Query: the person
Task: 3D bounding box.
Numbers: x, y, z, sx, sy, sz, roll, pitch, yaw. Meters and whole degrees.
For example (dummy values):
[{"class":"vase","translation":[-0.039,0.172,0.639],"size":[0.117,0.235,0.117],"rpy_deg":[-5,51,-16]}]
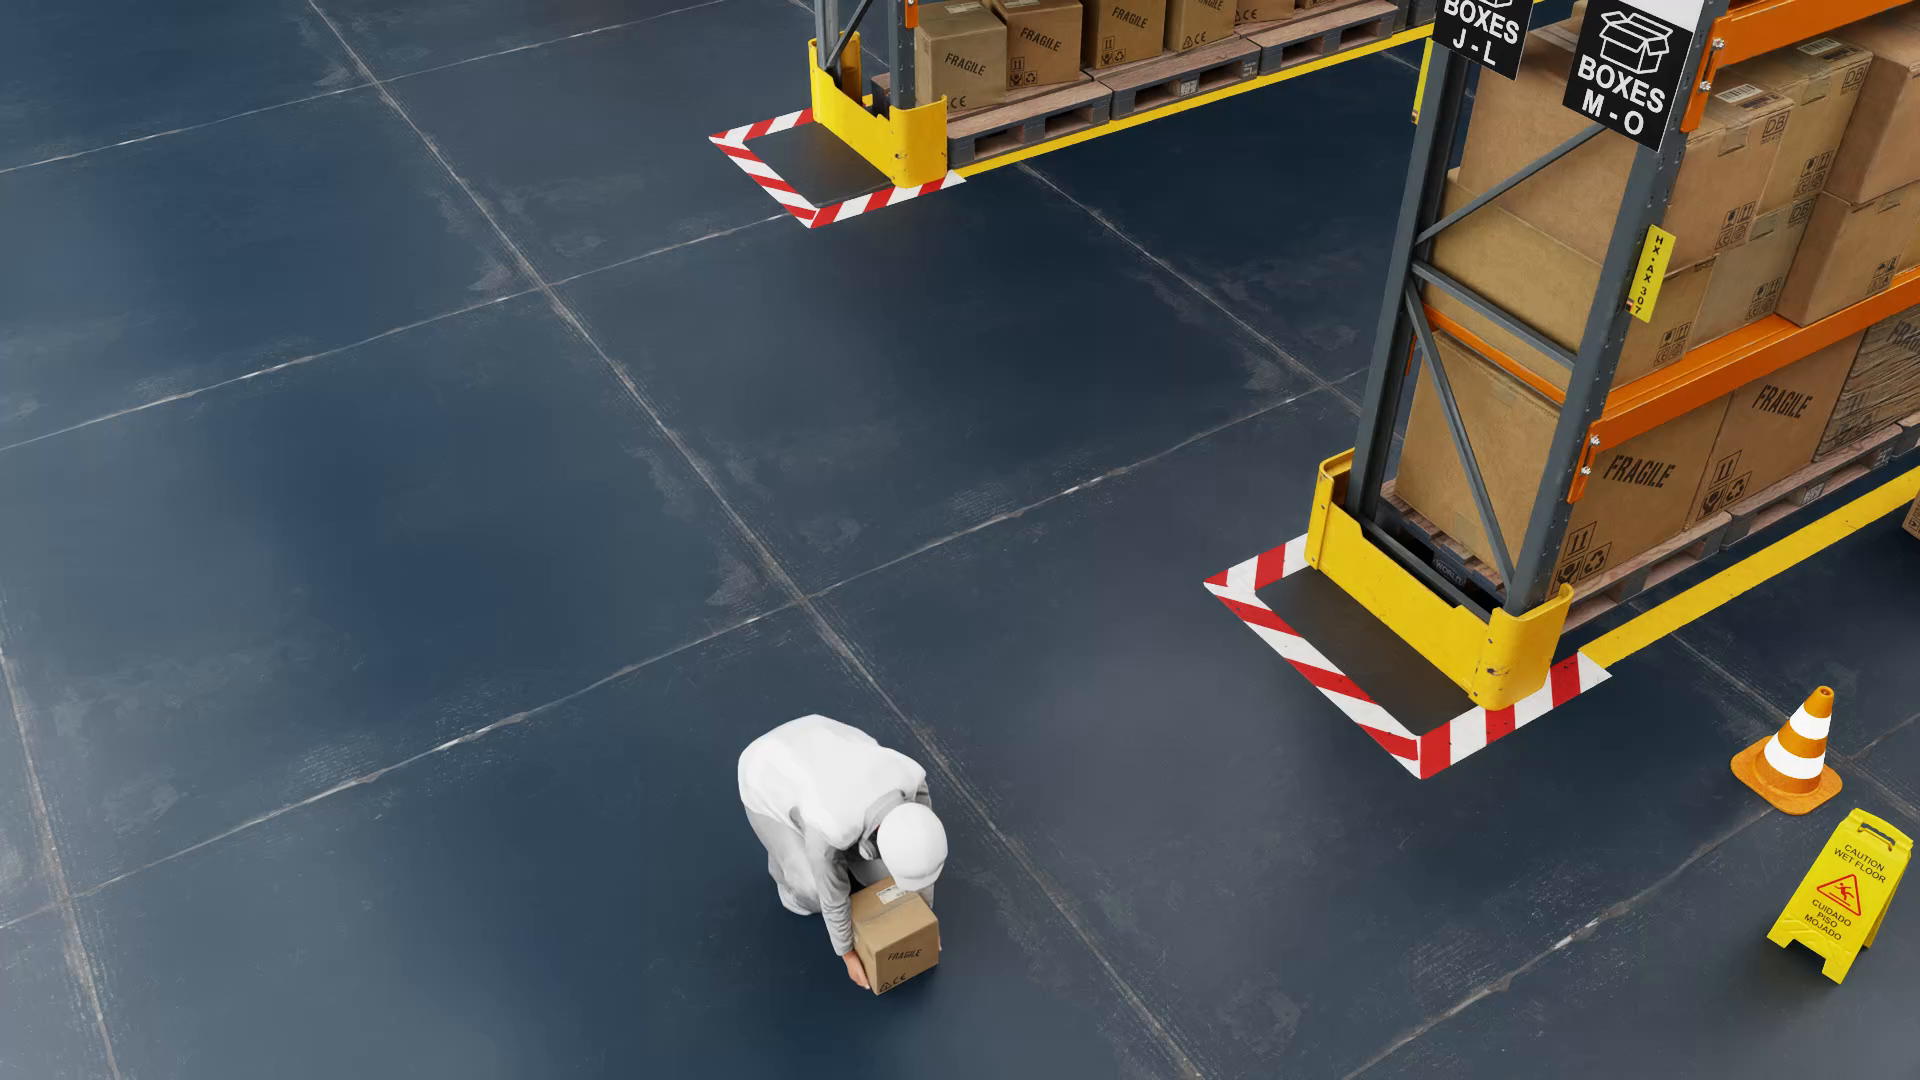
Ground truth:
[{"class":"person","translation":[-0.386,1.038,5.745],"size":[0.521,0.878,0.952],"rpy_deg":[-23,46,-24]}]
